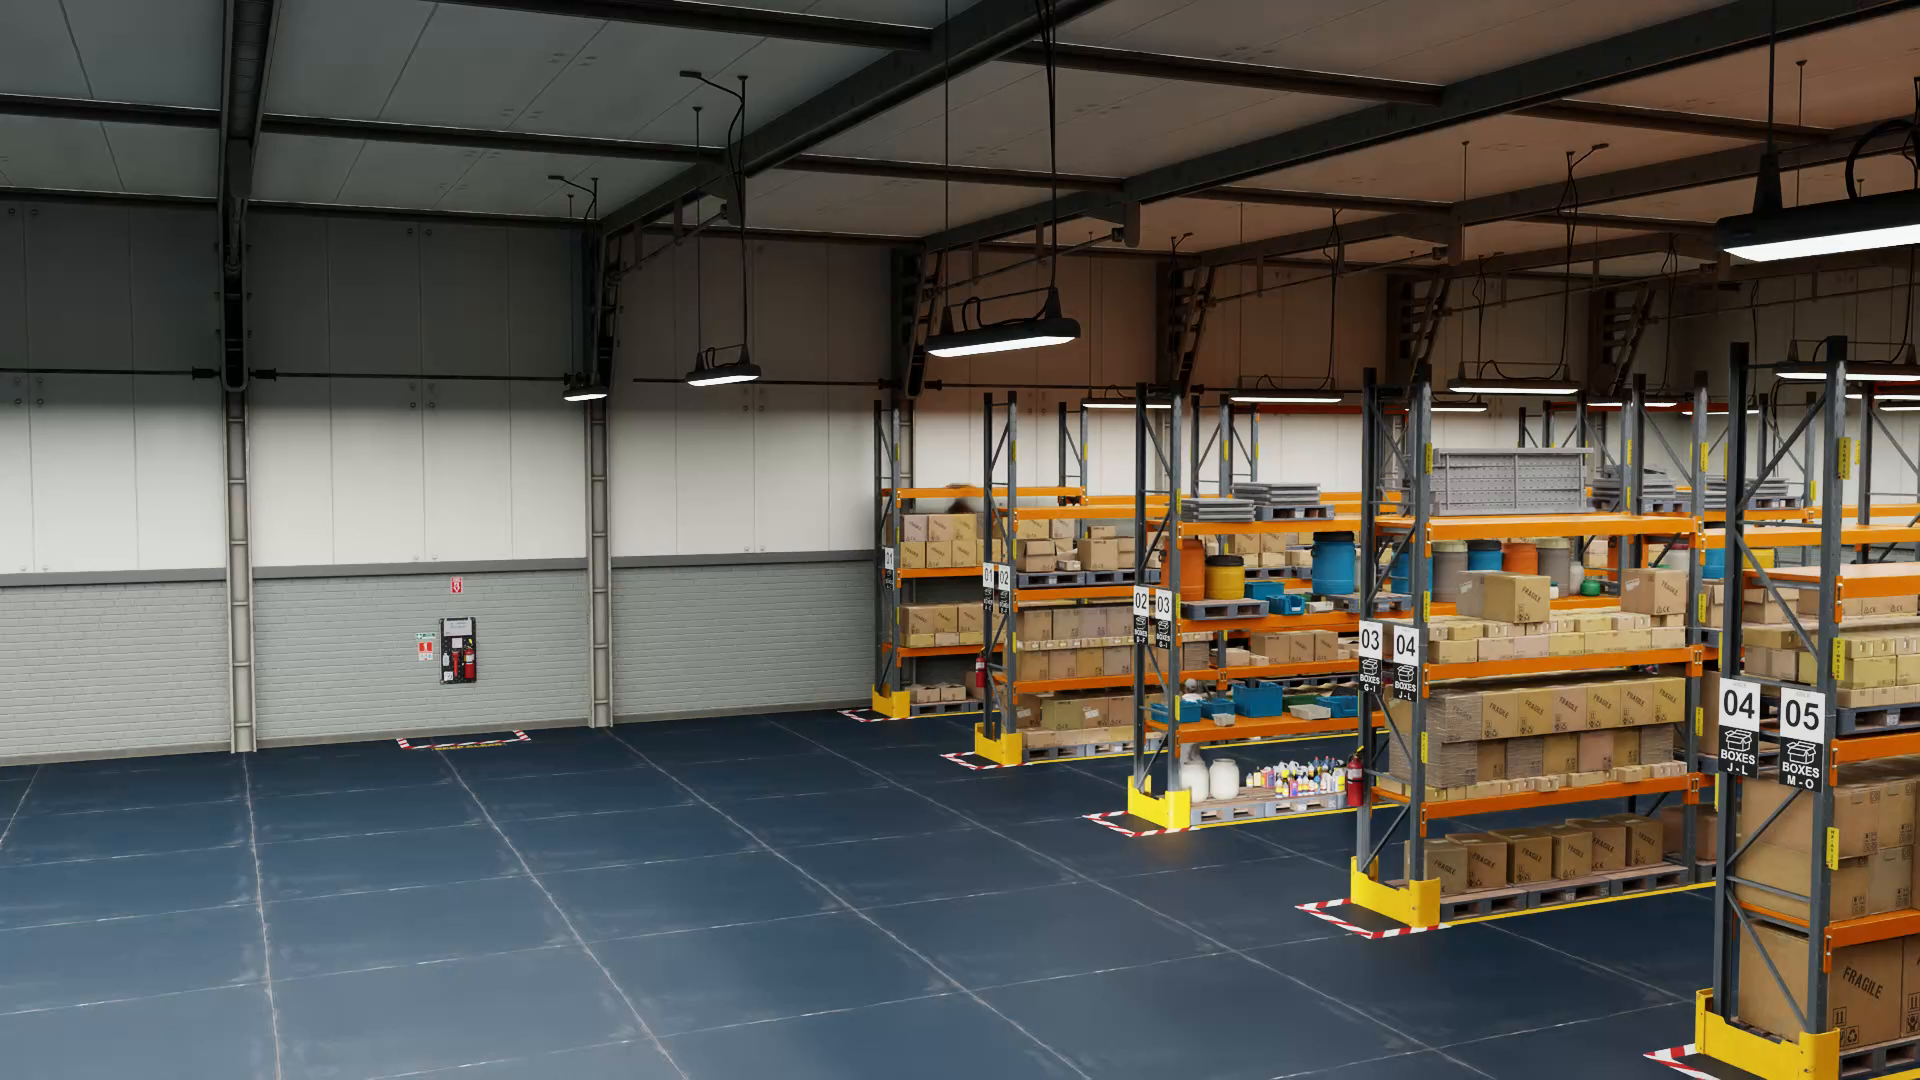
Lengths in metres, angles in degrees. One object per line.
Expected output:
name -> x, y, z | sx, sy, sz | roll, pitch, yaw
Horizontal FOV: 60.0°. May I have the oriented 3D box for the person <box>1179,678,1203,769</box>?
person -> 3.337, 2.904, 24.895 | 0.610, 1.692, 0.671 | 3, 4, 37
